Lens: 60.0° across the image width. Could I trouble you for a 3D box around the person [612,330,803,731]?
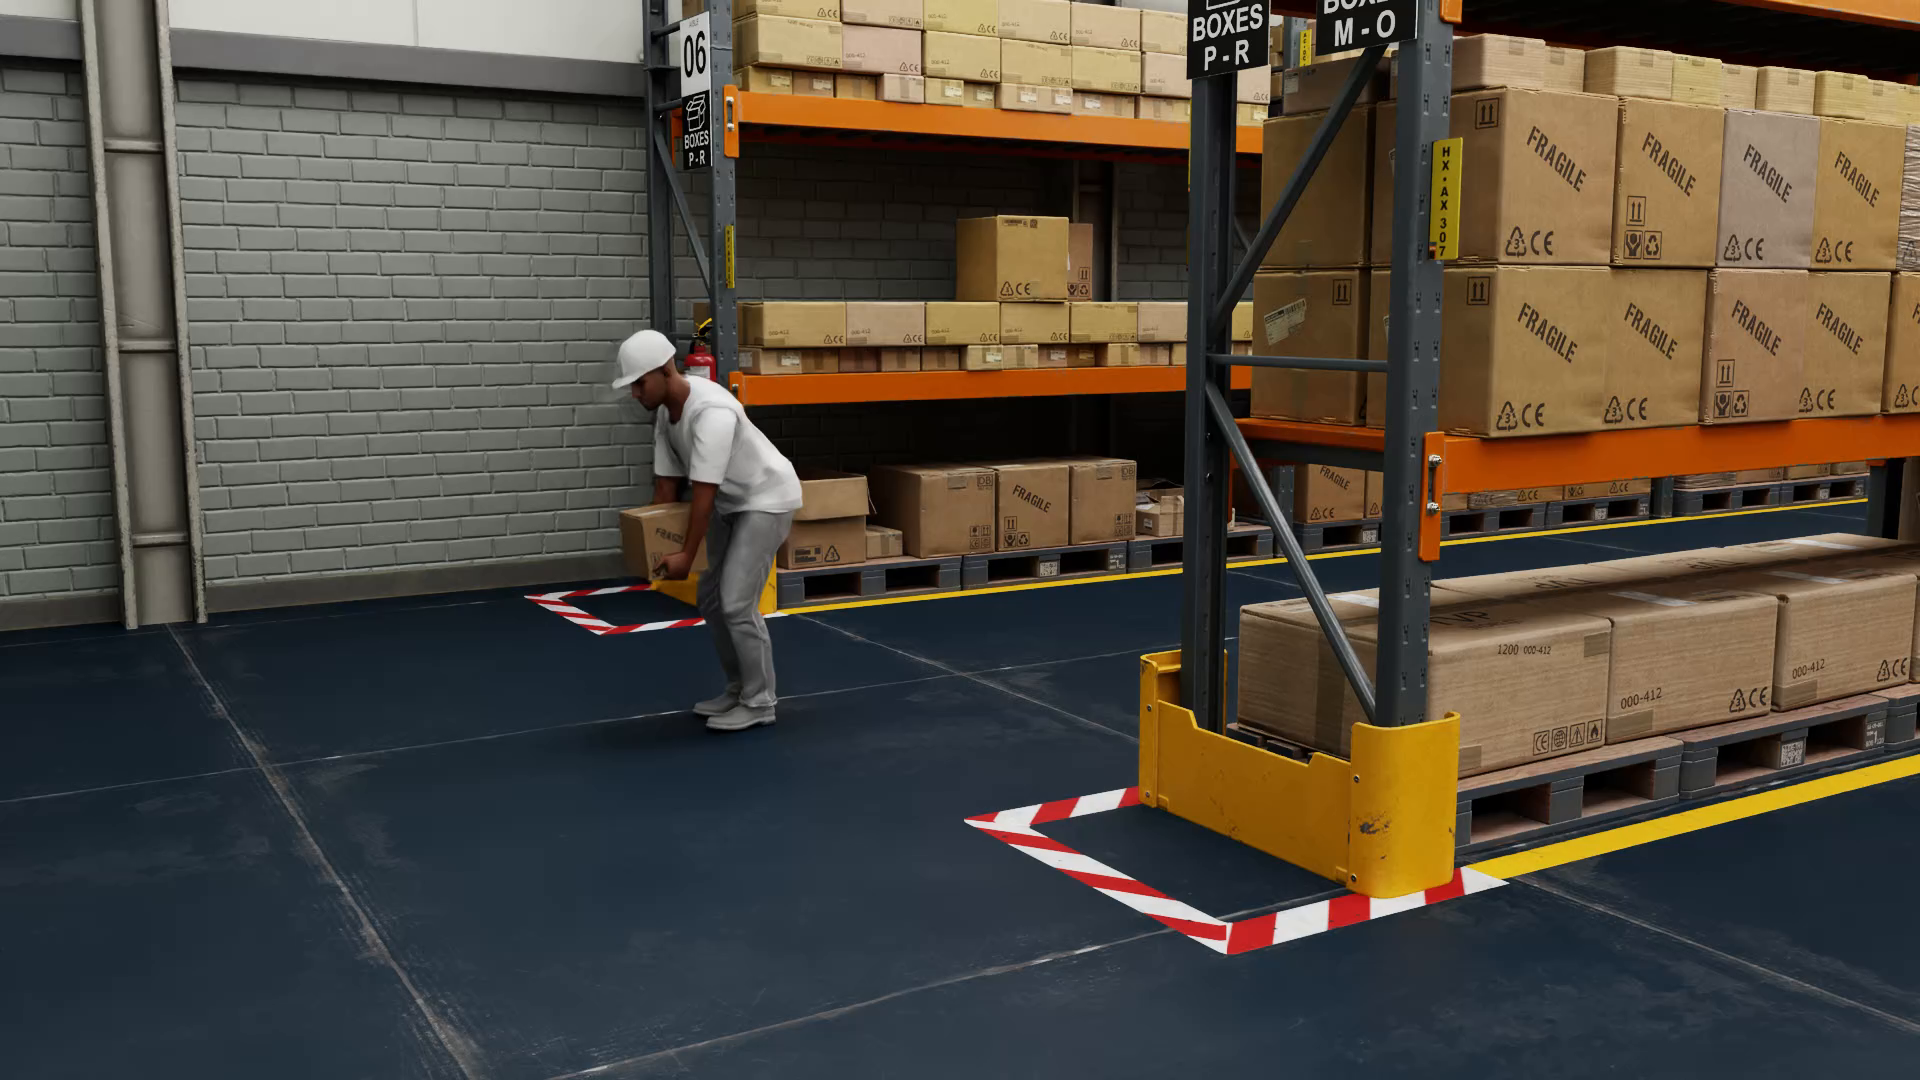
[{"bbox_3d":[-1.003,-0.037,6.623,0.763,1.588,0.489,-5,10,-32],"label":"person"}]
